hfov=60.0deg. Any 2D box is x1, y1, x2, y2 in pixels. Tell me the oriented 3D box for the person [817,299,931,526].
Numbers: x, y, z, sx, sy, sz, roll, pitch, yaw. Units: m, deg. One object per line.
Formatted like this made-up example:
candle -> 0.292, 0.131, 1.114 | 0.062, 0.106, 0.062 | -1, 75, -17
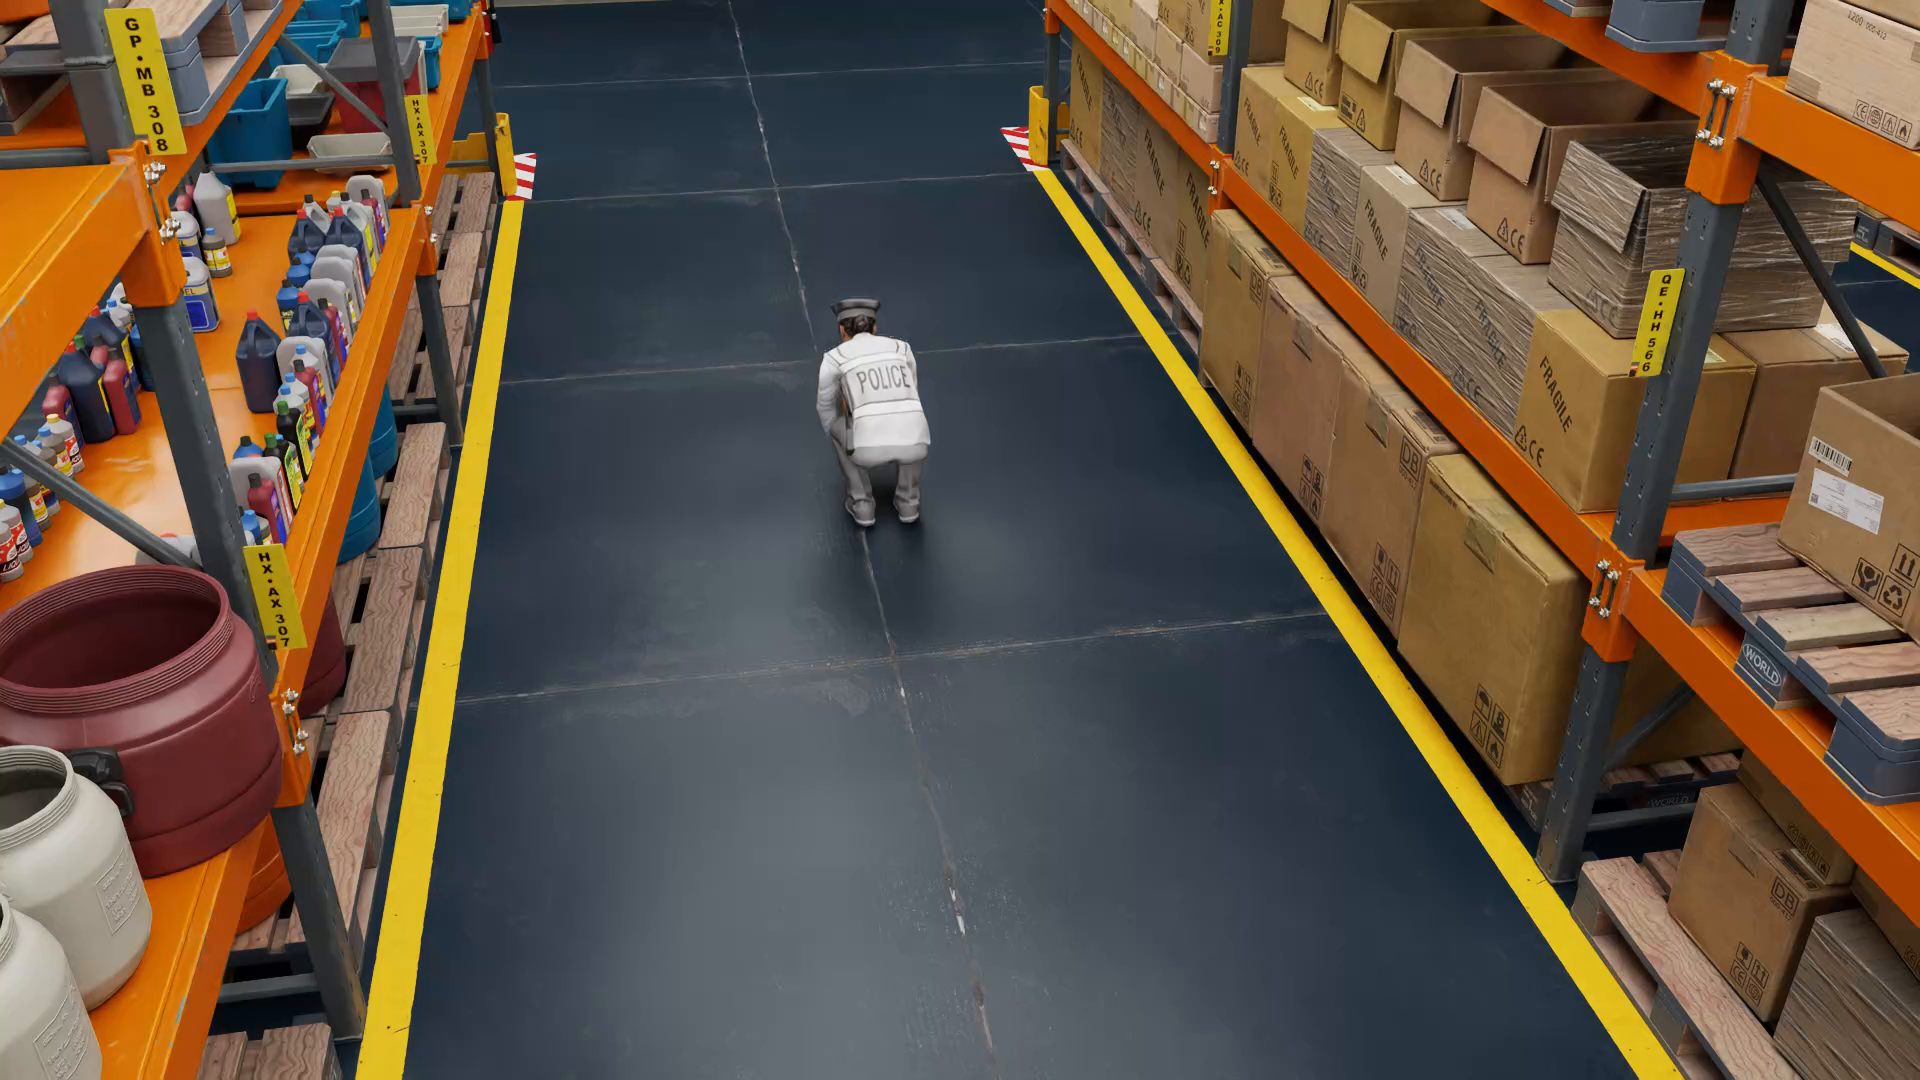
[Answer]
person -> -0.409, -0.582, 7.766 | 0.490, 0.995, 0.816 | -5, 31, -9
